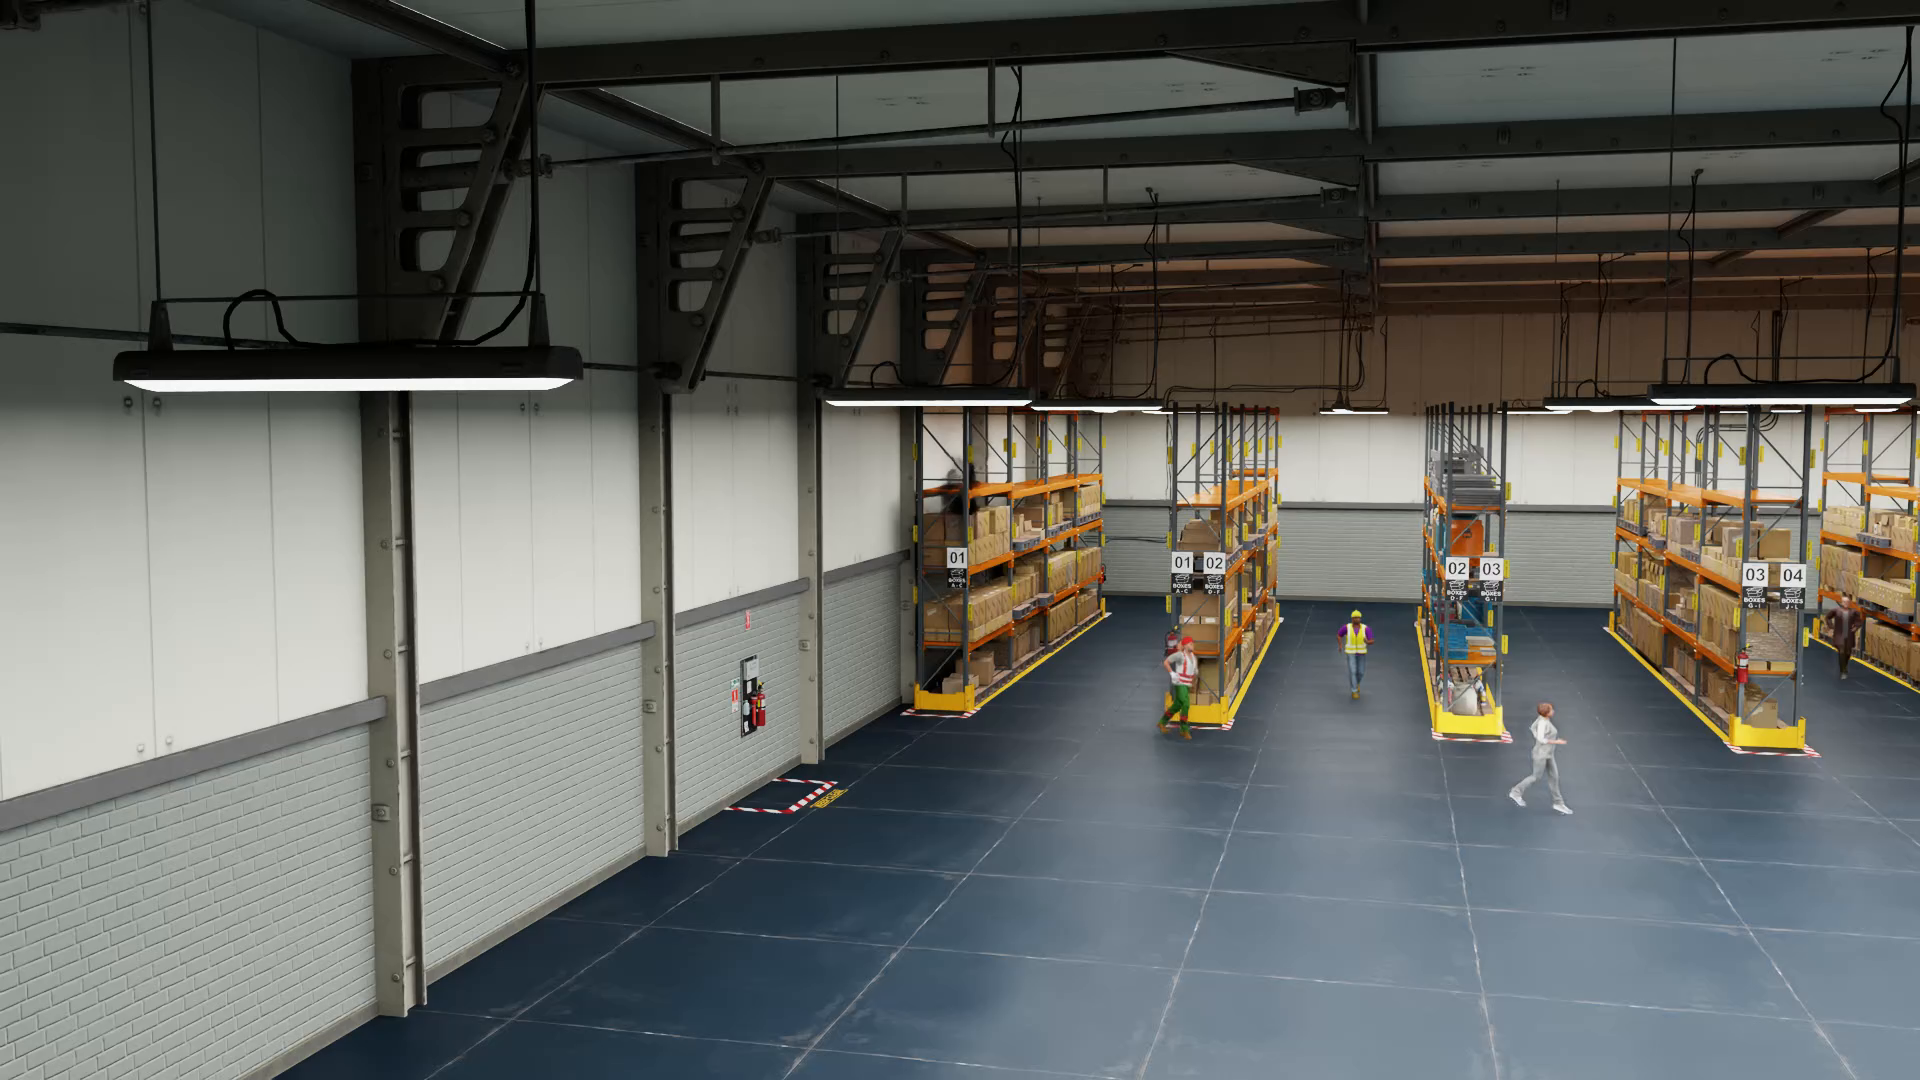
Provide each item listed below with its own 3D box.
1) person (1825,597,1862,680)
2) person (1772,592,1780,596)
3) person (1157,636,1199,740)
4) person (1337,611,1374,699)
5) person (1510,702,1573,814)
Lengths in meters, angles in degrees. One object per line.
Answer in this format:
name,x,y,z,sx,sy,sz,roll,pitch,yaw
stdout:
person,19.452,2.137,36.605,0.716,1.788,0.920,1,4,17
person,20.573,1.834,41.885,0.595,1.715,0.620,1,4,15
person,3.994,2.640,29.929,0.826,1.827,0.673,4,6,41
person,8.079,2.314,33.929,0.707,1.745,0.987,0,4,4
person,8.399,3.128,24.009,0.873,1.602,0.539,3,5,33
